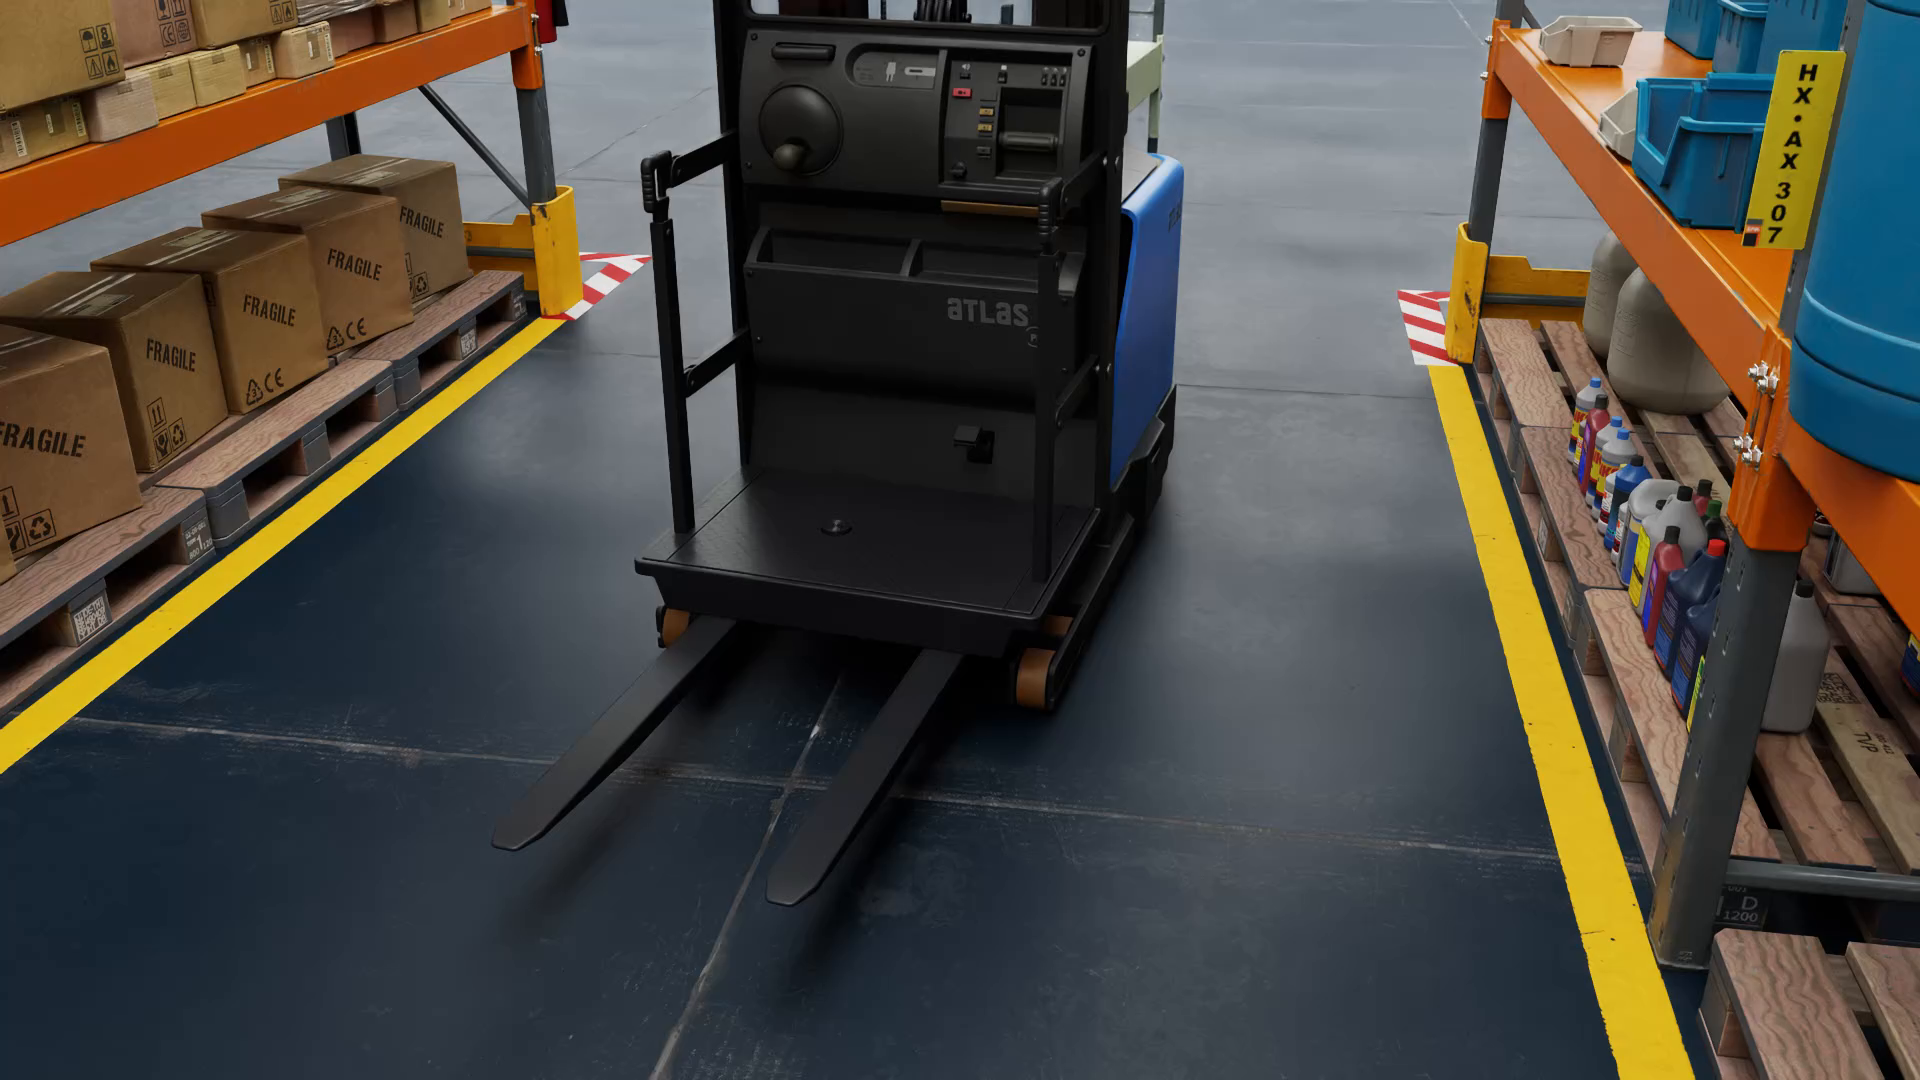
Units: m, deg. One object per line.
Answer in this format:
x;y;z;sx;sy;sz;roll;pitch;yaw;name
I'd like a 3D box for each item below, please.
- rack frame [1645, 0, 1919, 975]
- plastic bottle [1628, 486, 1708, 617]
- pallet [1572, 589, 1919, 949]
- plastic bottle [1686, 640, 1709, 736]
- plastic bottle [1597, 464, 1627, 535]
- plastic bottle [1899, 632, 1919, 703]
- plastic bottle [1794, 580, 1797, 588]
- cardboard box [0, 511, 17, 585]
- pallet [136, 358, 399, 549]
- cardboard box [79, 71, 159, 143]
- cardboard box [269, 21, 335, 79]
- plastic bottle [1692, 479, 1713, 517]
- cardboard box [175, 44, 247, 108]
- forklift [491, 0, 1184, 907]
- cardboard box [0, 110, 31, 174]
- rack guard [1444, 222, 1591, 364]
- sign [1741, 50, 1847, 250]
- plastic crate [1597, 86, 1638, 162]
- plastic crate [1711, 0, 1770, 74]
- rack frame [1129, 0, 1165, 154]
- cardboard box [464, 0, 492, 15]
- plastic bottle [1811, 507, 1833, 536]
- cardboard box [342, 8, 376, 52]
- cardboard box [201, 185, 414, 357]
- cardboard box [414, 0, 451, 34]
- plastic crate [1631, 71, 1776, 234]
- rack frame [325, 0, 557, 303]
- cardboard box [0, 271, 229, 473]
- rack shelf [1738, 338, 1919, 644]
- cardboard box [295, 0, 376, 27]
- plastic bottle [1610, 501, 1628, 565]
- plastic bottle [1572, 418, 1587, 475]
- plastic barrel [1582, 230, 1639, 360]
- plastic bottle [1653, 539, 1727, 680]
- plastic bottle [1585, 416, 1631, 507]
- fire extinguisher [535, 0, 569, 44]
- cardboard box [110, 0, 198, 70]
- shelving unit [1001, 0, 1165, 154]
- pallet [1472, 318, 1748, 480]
1.924;-0.476;2.730;1.000;3.000;0.127;4;25;9;rack frame
1.829;0.019;4.276;0.144;0.351;0.185;4;25;8;plastic bottle
2.075;0.509;3.915;1.003;0.211;1.213;4;25;9;pallet
1.677;0.331;3.691;0.061;0.283;0.133;5;26;11;plastic bottle
1.885;-0.118;4.746;0.097;0.201;0.097;0;25;0;plastic bottle
2.323;0.205;3.879;0.144;0.351;0.185;4;25;9;plastic bottle
1.926;0.188;4.004;0.152;0.276;0.135;4;25;9;plastic bottle
-2.858;-0.042;4.255;0.500;0.500;0.500;3;25;7;cardboard box
-2.691;-0.352;5.752;1.003;0.211;1.213;4;25;9;pallet
-2.451;-1.192;4.554;0.380;0.149;0.250;4;25;9;cardboard box
-2.293;-1.611;5.449;0.380;0.149;0.250;4;25;9;cardboard box
1.964;-0.011;4.420;0.061;0.283;0.133;4;25;9;plastic bottle
-2.399;-1.403;5.006;0.380;0.149;0.250;4;25;9;cardboard box
-0.188;-1.073;4.086;1.130;2.935;3.031;8;26;16;forklift
-2.564;-0.985;4.112;0.380;0.149;0.250;4;25;9;cardboard box
2.611;-0.982;6.759;1.175;0.500;0.348;4;25;9;rack guard
1.383;-0.644;2.762;0.100;0.325;0.005;4;25;9;sign
1.939;-1.054;4.274;0.530;0.136;0.437;4;25;9;plastic crate
2.679;-1.581;5.264;0.499;0.251;0.408;4;25;9;plastic crate
0.547;-1.345;6.354;0.400;1.500;0.023;8;26;16;rack frame
-2.152;-2.245;6.805;0.380;0.149;0.250;4;25;9;cardboard box
2.493;-0.122;4.754;0.097;0.201;0.097;0;25;0;plastic bottle
-2.321;-1.827;5.912;0.380;0.149;0.250;4;25;9;cardboard box
-2.491;-1.038;6.383;0.500;0.500;0.500;11;27;22;cardboard box
-2.183;-2.033;6.350;0.380;0.149;0.250;4;25;9;cardboard box
1.837;-0.891;3.790;0.499;0.251;0.616;4;25;9;plastic crate
-2.309;-2.493;7.037;1.000;3.000;0.127;4;25;9;rack frame
-2.748;-0.547;5.334;0.500;0.500;0.500;2;25;4;cardboard box
1.597;0.686;1.095;1.077;0.370;4.000;4;25;9;rack shelf
-2.514;-2.021;5.560;0.875;0.500;0.500;4;25;9;cardboard box
1.851;-0.032;4.562;0.097;0.201;0.097;0;25;0;plastic bottle
1.957;-0.301;5.137;0.097;0.201;0.097;0;25;0;plastic bottle
2.545;-0.932;6.143;0.421;0.512;0.421;0;25;0;plastic barrel
1.776;0.154;3.987;0.144;0.351;0.185;3;25;6;plastic bottle
1.918;-0.233;4.909;0.097;0.271;0.097;0;25;0;plastic bottle
-1.836;-2.473;7.087;0.296;0.674;0.183;4;25;9;fire extinguisher
-2.729;-1.606;4.675;0.875;0.500;0.500;4;25;9;cardboard box
0.438;-1.197;6.038;0.431;1.500;0.755;8;26;16;shelving unit
2.473;-0.512;6.095;1.003;0.211;1.213;4;25;9;pallet
